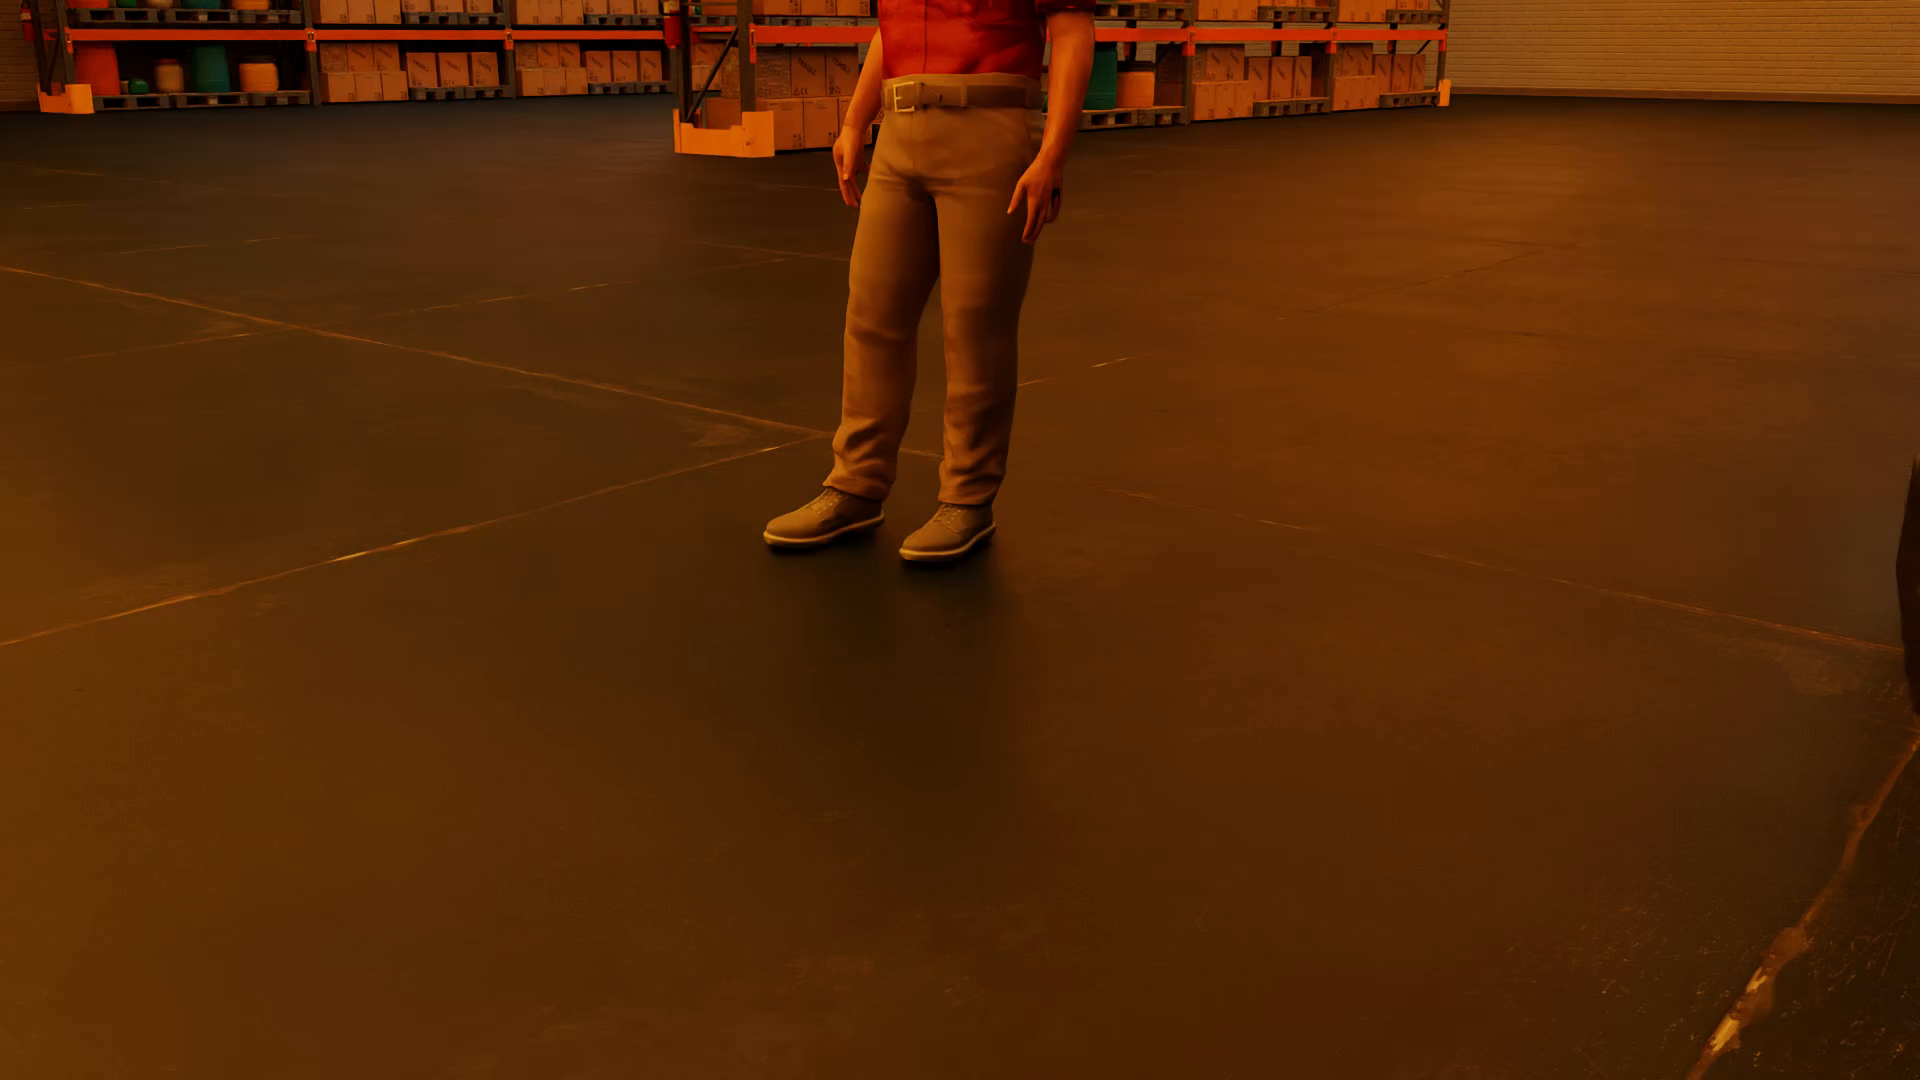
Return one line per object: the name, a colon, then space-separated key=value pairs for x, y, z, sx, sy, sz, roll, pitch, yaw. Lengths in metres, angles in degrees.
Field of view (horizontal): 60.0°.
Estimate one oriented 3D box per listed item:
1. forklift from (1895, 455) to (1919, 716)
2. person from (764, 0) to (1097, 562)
forklift: x=3.131 y=-0.966 z=2.078 sx=3.031 sy=2.935 sz=1.130 roll=8 pitch=19 yaw=25
person: x=-0.066 y=-0.817 z=3.629 sx=0.641 sy=1.728 sz=0.550 roll=13 pitch=21 yaw=37
